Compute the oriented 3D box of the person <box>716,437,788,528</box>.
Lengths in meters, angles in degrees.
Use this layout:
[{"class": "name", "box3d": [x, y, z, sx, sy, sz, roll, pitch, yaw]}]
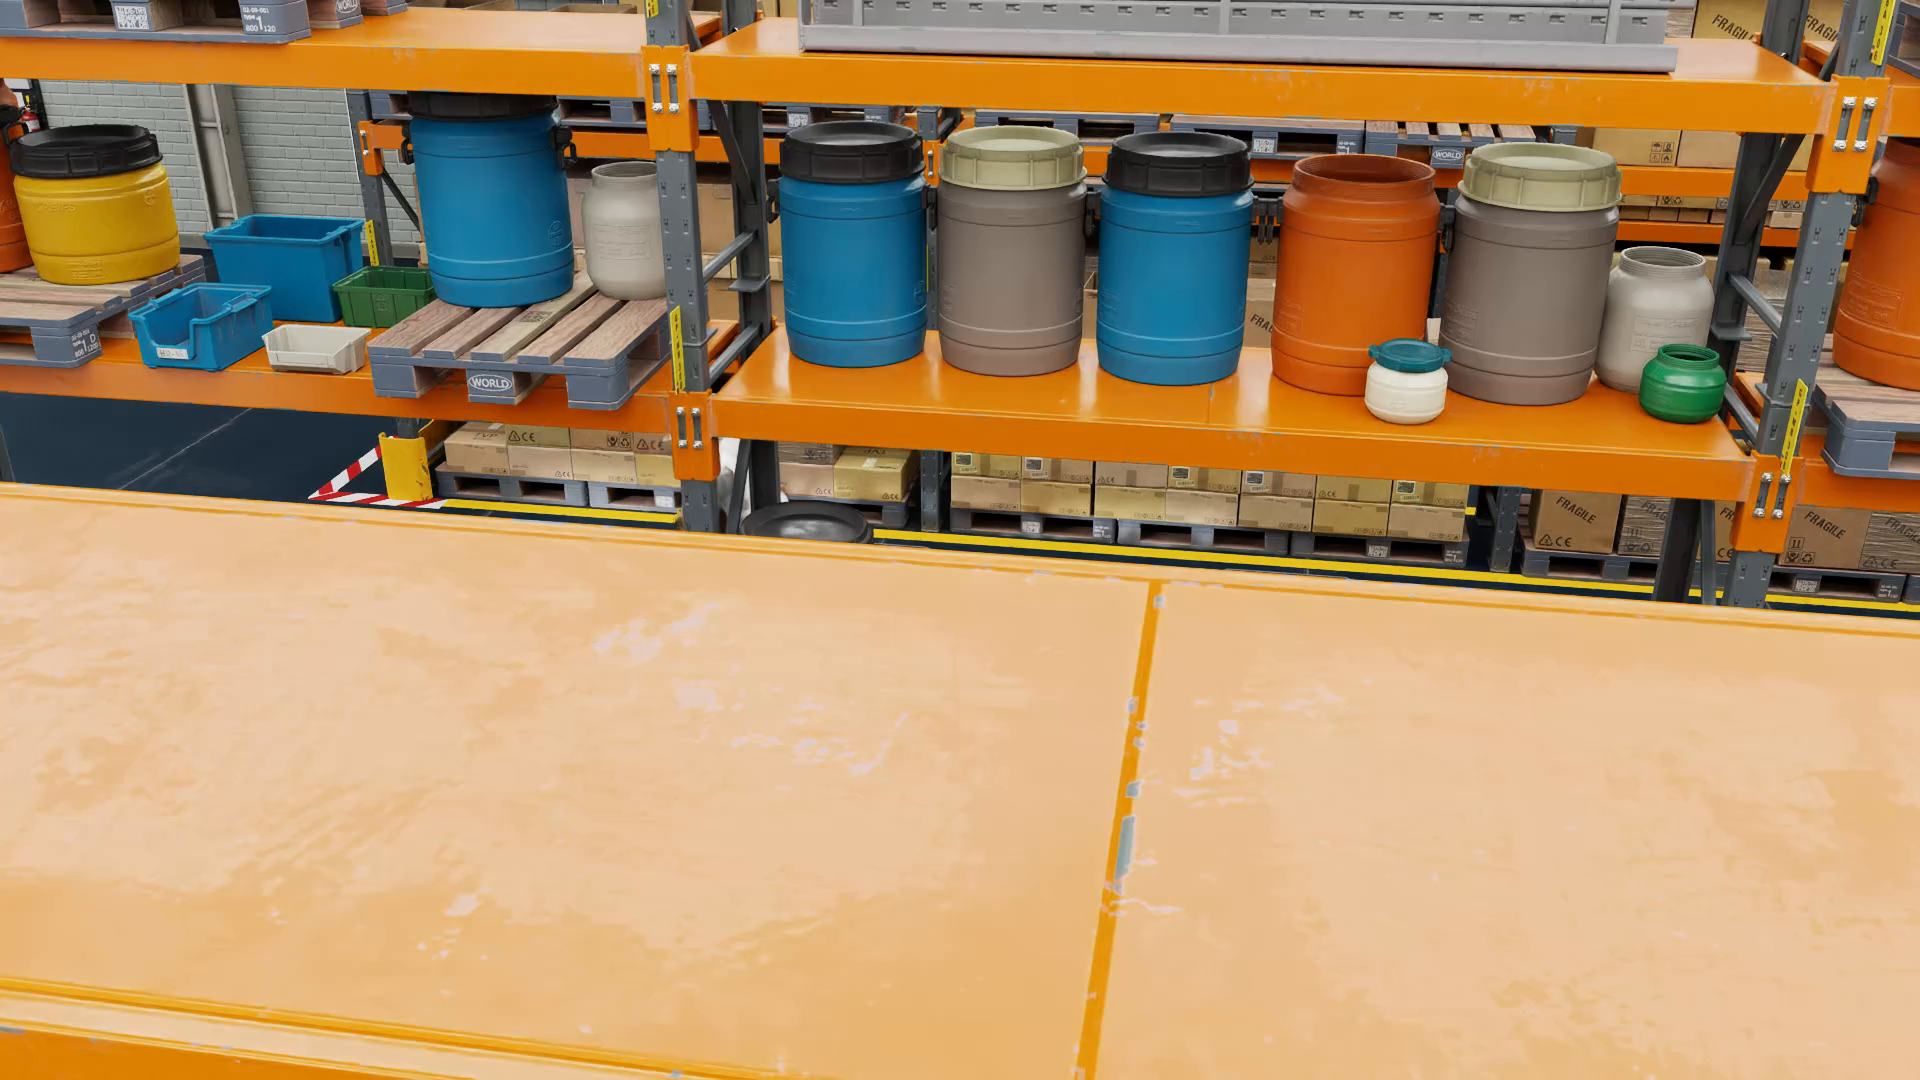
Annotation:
[{"class": "person", "box3d": [-1.338, -0.042, 10.028, 0.645, 1.700, 0.482, 4, 25, 8]}]
